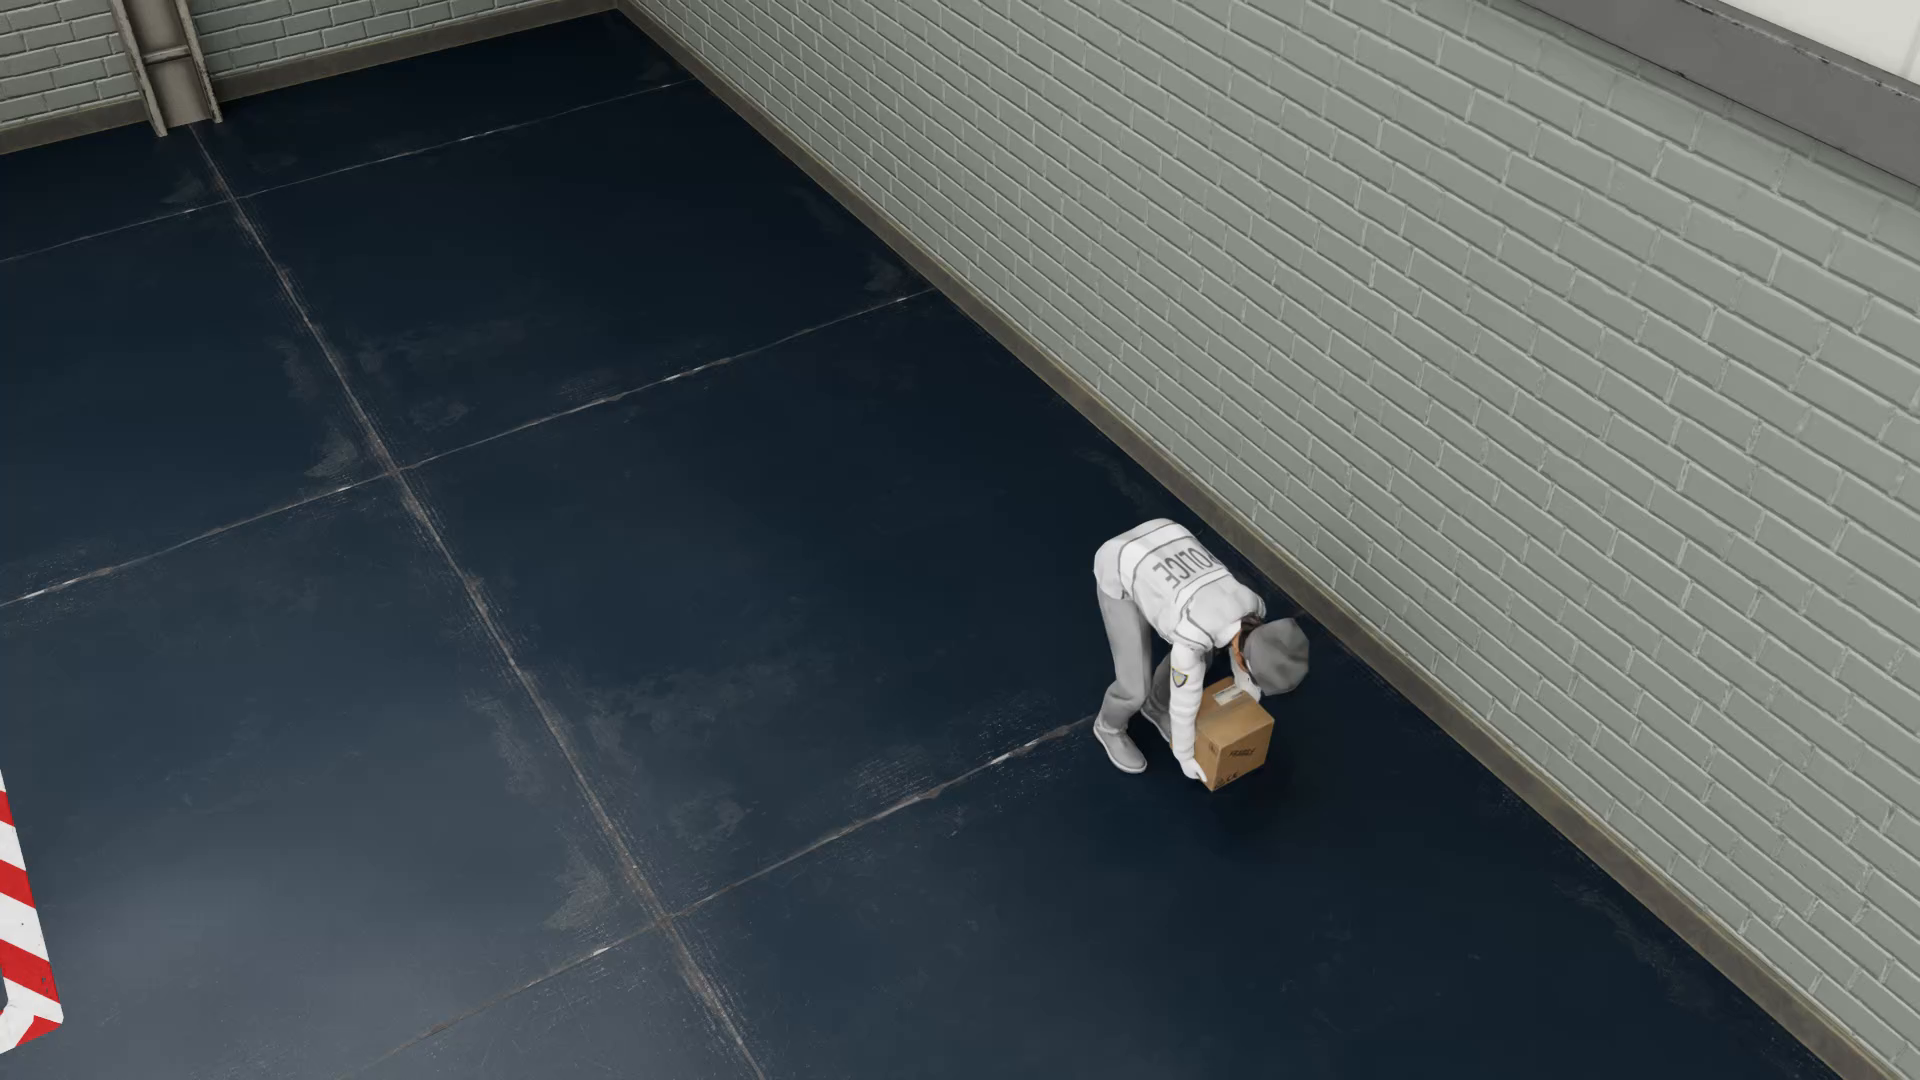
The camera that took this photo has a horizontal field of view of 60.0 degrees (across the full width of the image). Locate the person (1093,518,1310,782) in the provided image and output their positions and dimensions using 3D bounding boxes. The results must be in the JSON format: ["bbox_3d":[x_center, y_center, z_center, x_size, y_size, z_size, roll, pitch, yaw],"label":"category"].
[{"bbox_3d":[0.843,0.500,6.041,0.417,1.067,0.926,-24,47,-25],"label":"person"}]
